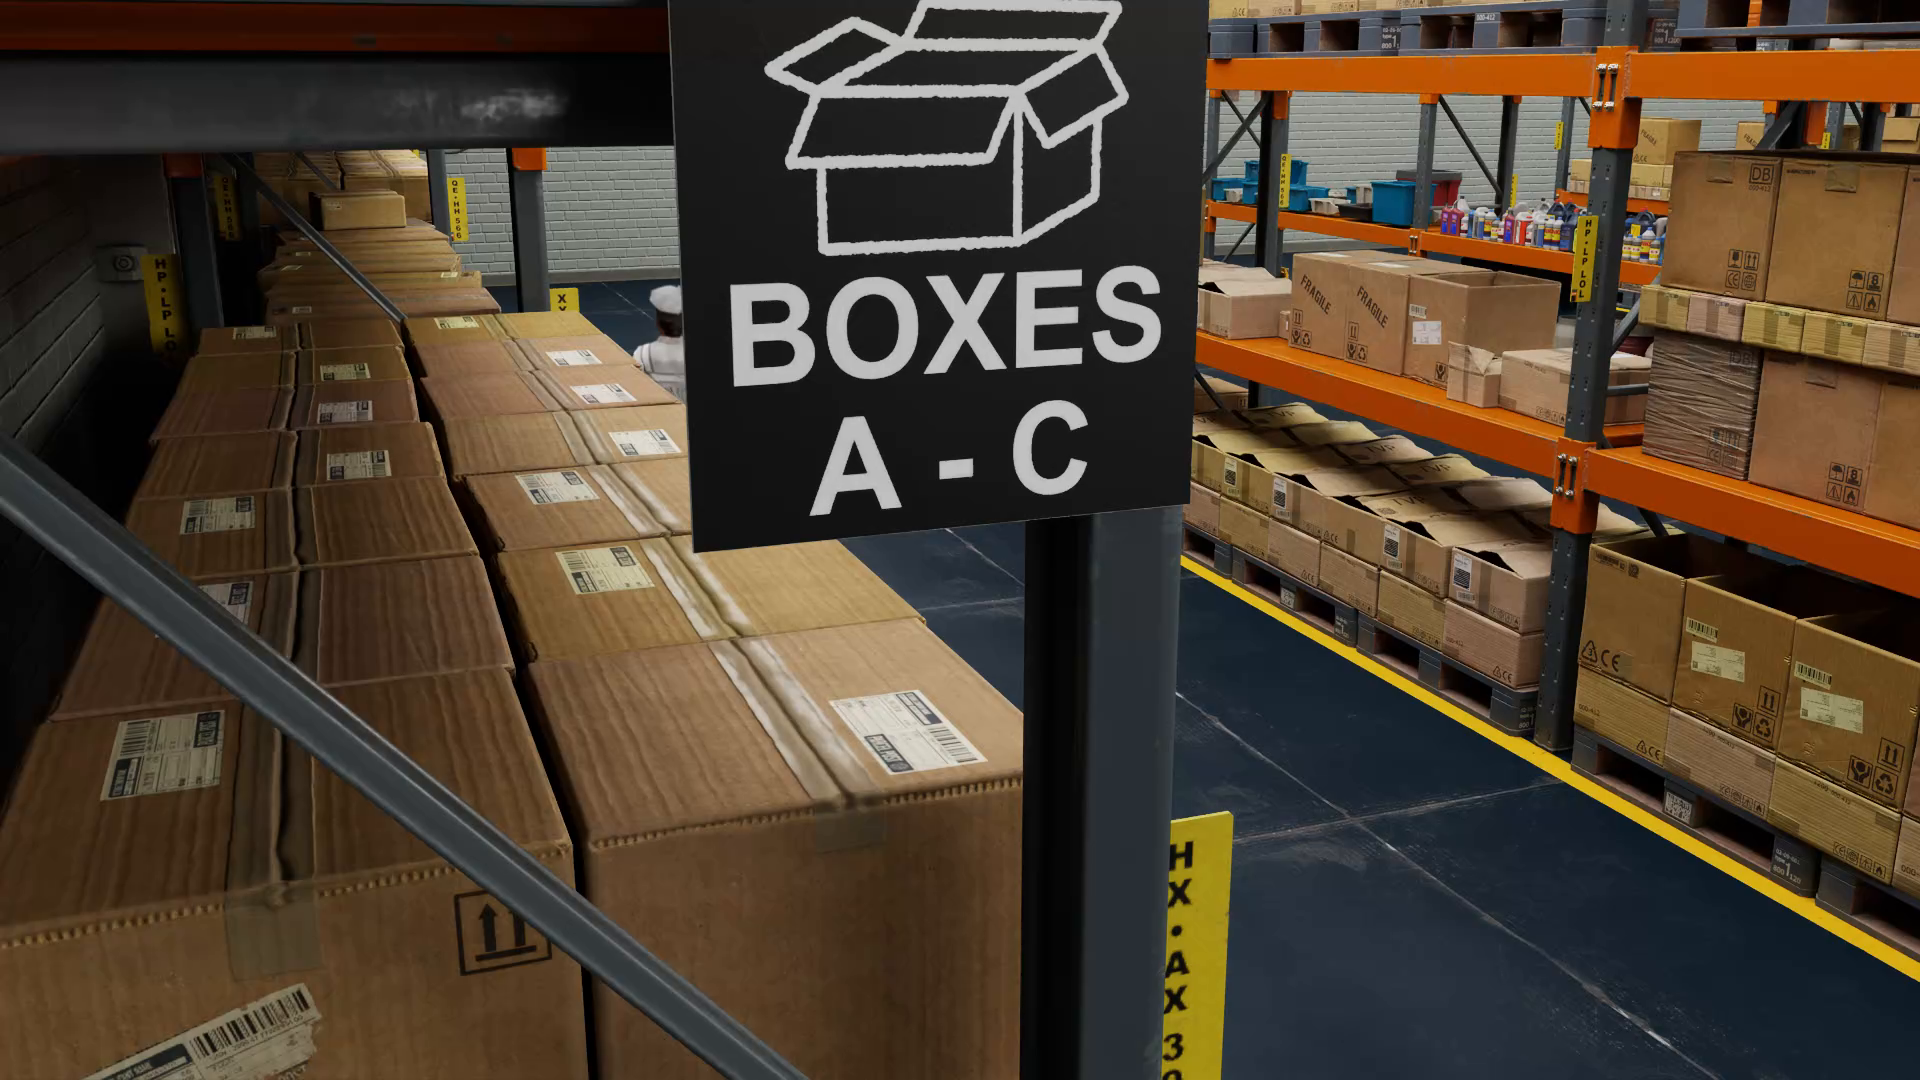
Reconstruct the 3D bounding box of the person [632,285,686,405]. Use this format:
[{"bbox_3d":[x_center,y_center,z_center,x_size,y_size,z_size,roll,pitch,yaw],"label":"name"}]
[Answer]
[{"bbox_3d":[-1.548,-0.538,8.865,0.508,1.634,0.999,-5,17,-18],"label":"person"}]
